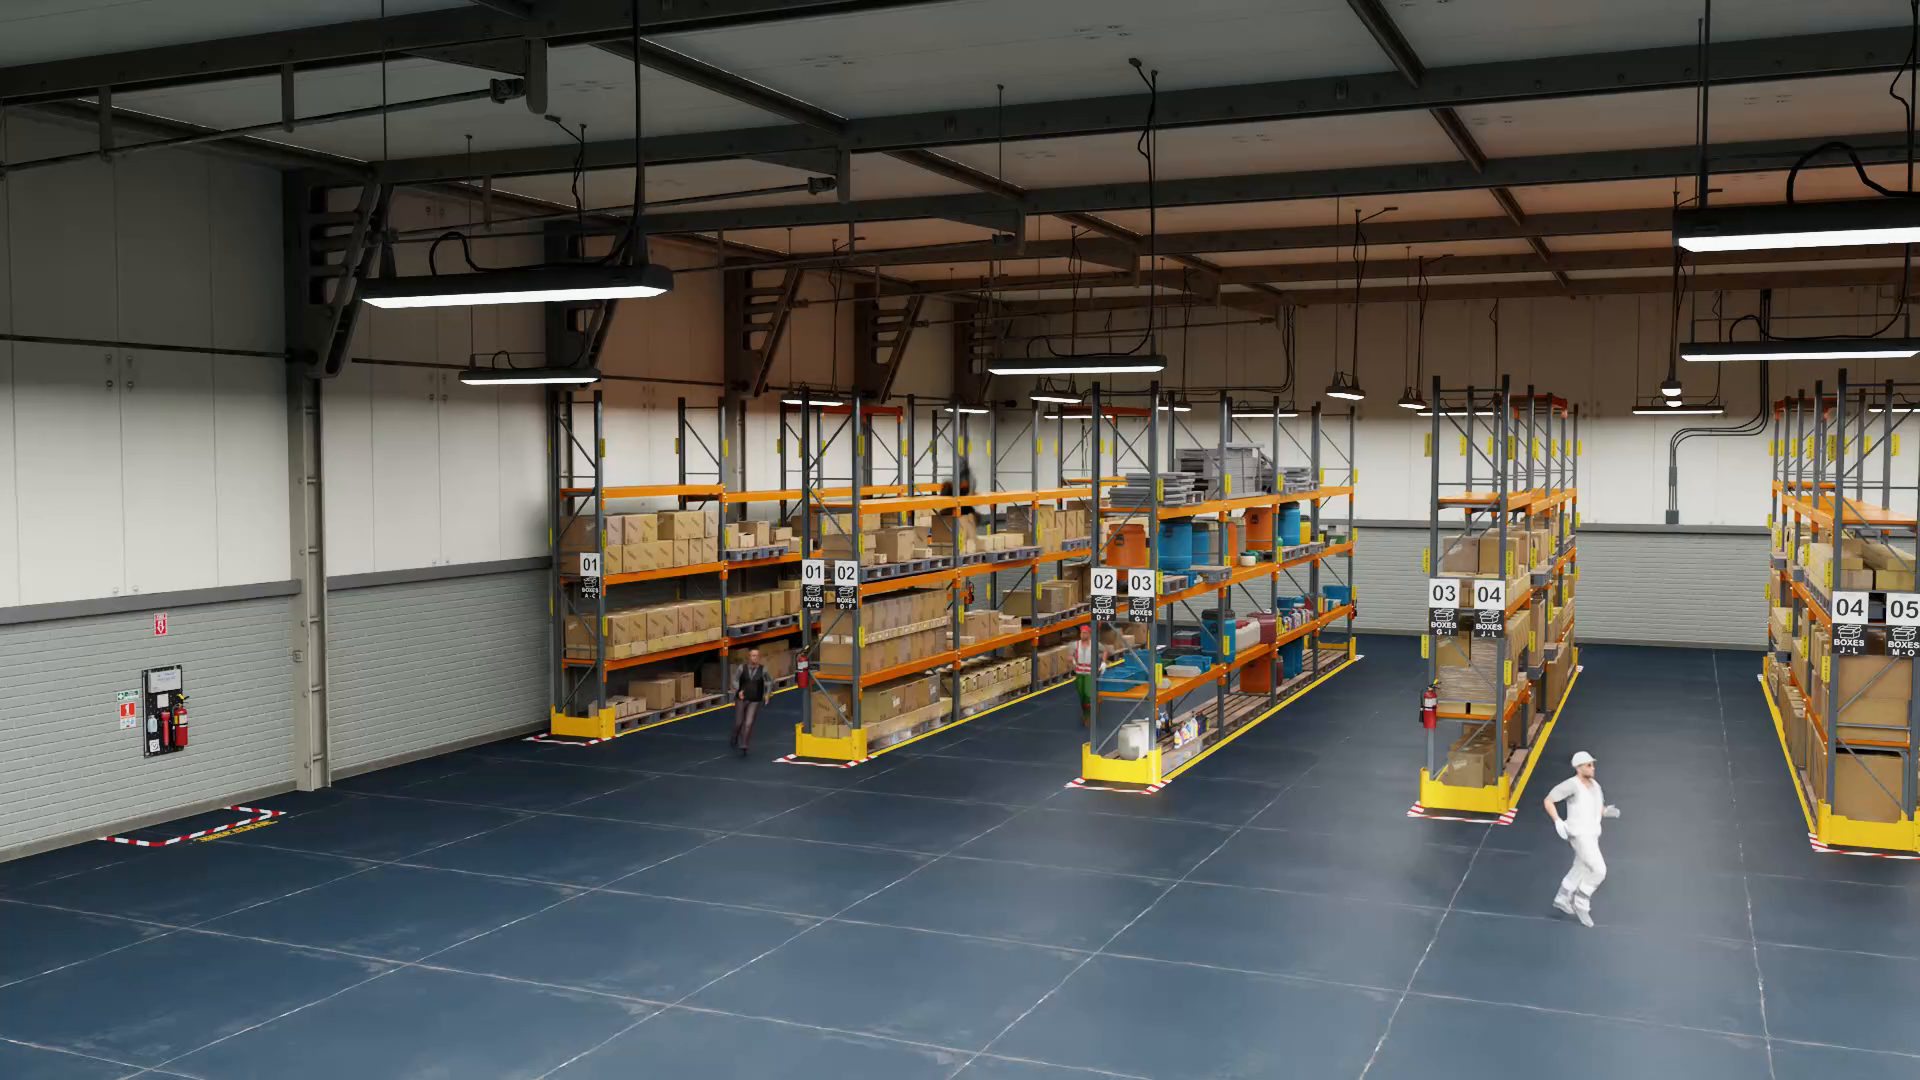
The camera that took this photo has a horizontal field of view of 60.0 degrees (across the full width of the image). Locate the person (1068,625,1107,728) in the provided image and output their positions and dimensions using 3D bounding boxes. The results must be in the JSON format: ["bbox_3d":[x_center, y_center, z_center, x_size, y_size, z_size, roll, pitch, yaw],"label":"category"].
[{"bbox_3d":[2.279,2.464,30.052,0.680,1.864,0.770,1,3,19],"label":"person"}]

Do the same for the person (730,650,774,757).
[{"bbox_3d":[-3.427,2.648,27.323,0.738,1.700,0.827,0,3,-6],"label":"person"}]

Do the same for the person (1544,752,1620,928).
[{"bbox_3d":[6.577,3.140,17.510,0.641,1.817,0.735,-3,4,-40],"label":"person"}]
